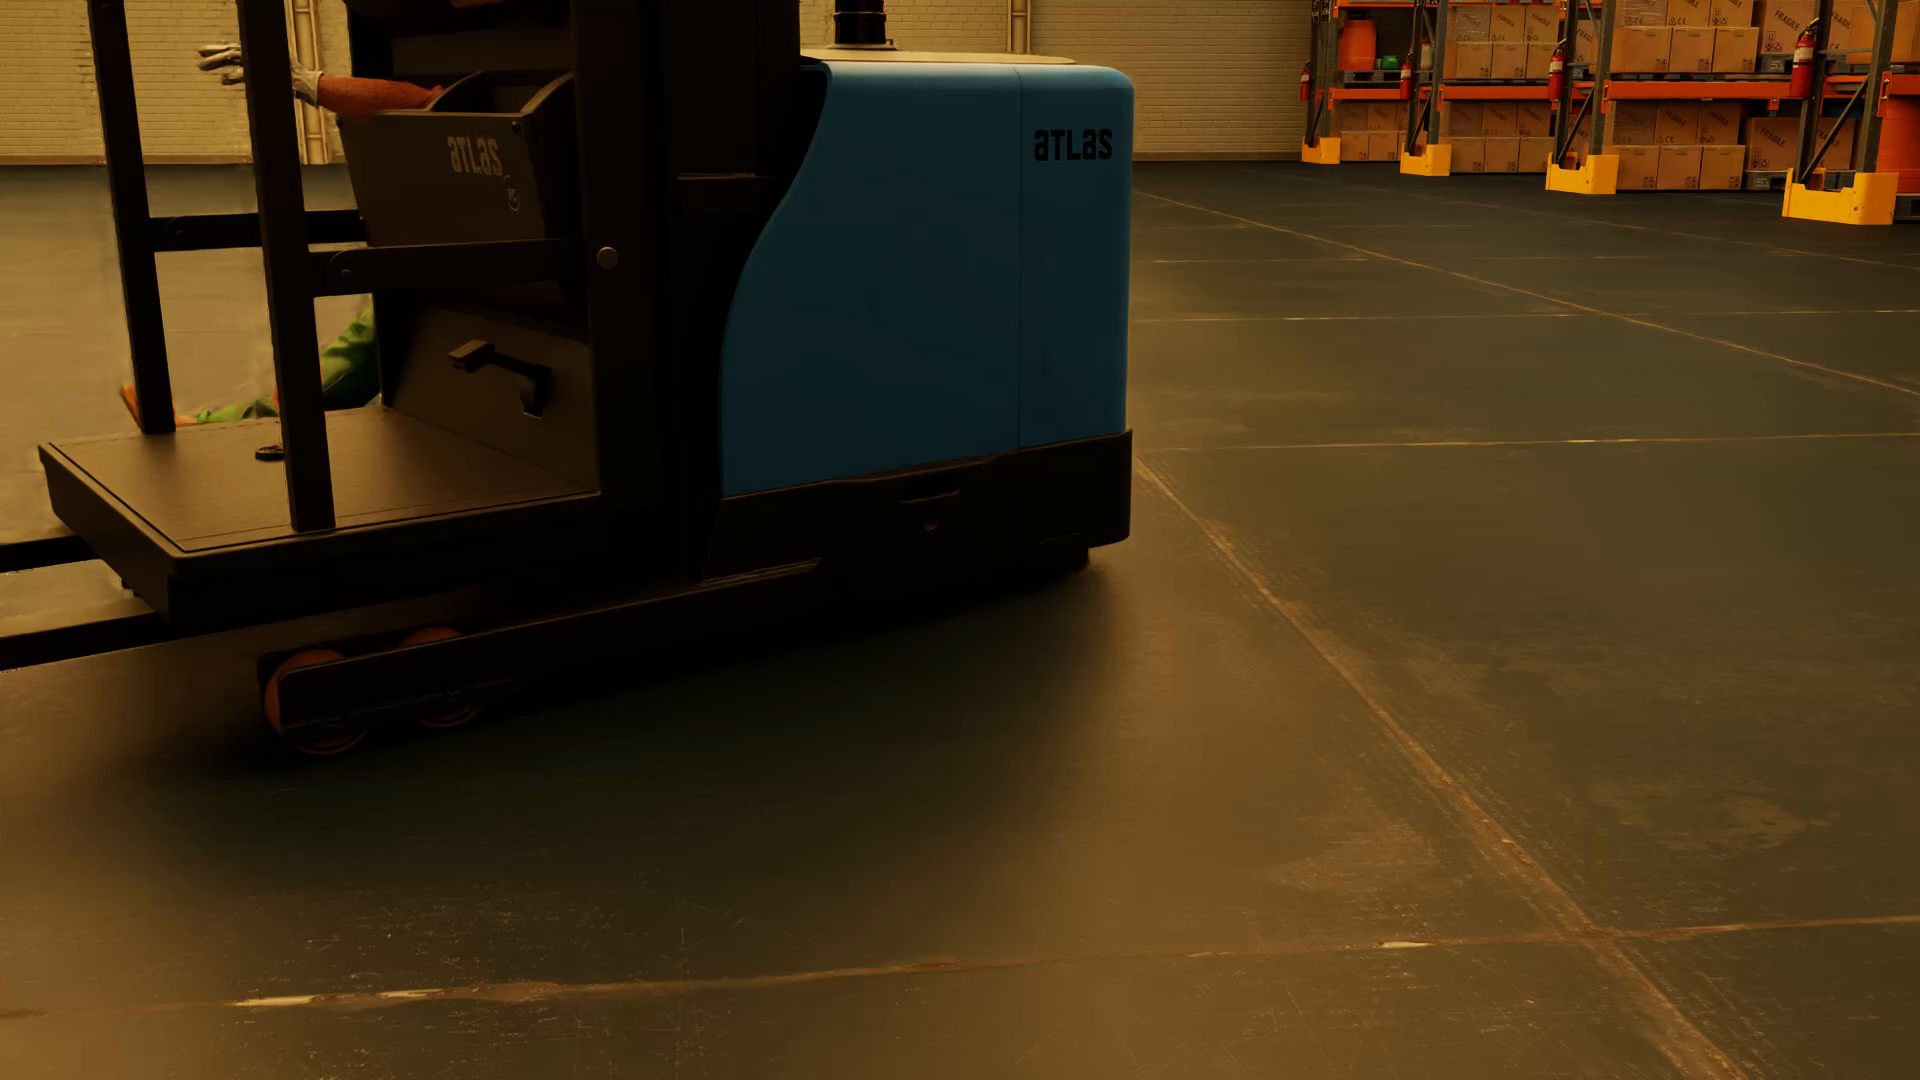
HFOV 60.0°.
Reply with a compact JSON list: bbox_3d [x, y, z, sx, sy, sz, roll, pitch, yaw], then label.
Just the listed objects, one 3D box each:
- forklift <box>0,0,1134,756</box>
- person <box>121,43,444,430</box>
[{"bbox_3d":[-1.098,-1.227,2.838,3.031,2.935,1.130,-11,18,-36],"label":"forklift"},{"bbox_3d":[-1.222,-0.719,3.556,1.172,1.354,1.036,-6,16,-22],"label":"person"}]
